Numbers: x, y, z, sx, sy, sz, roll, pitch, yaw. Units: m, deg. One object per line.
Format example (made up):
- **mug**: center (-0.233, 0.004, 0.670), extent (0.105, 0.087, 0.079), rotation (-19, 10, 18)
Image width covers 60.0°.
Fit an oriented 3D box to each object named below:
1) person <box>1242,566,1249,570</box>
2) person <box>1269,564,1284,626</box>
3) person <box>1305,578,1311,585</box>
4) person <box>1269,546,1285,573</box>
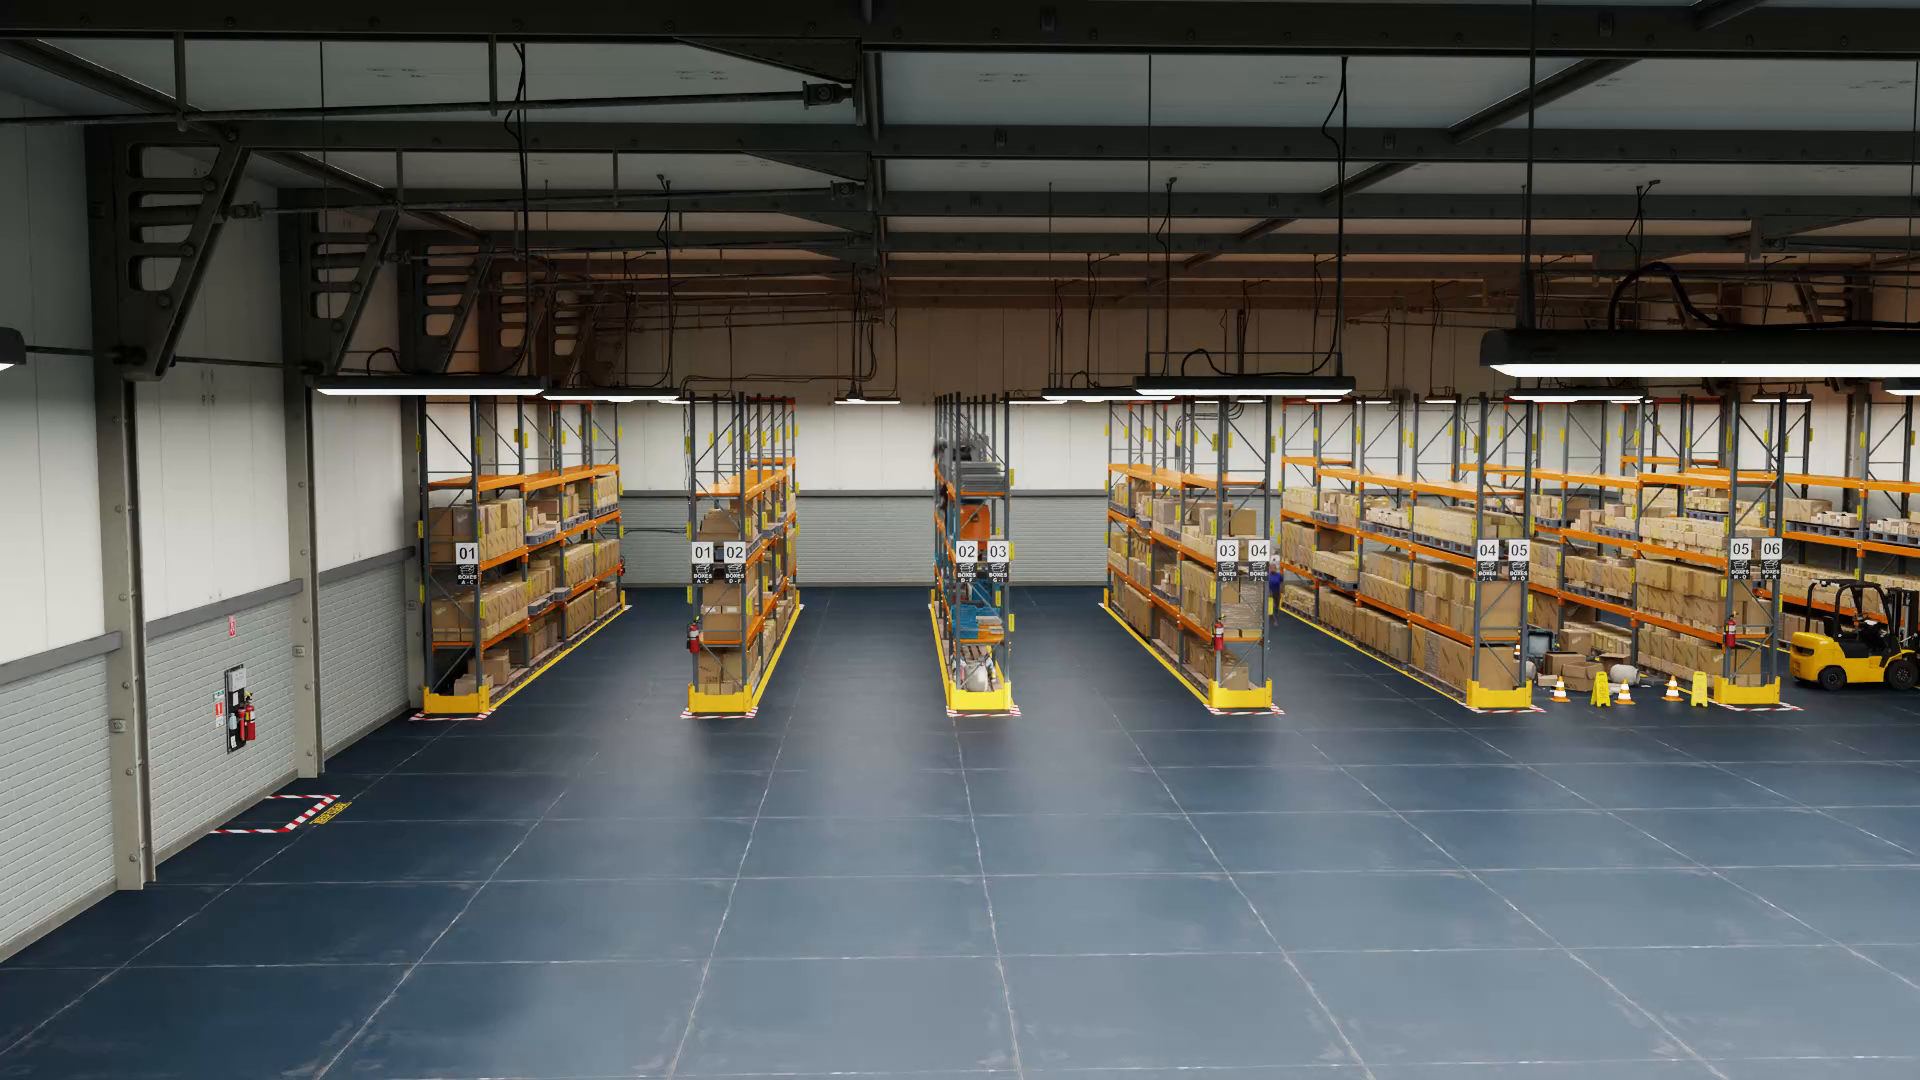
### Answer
- **person**: center (7.952, 1.058, 47.728), extent (0.779, 1.678, 0.562), rotation (2, 5, 21)
- **person**: center (8.218, 1.444, 43.747), extent (0.586, 1.639, 0.797), rotation (-1, 5, -7)
- **person**: center (10.305, 1.011, 48.837), extent (0.812, 1.584, 0.551), rotation (4, 6, 39)
- **person**: center (9.193, 0.998, 48.666), extent (0.596, 1.644, 0.676), rotation (-2, 5, -20)
